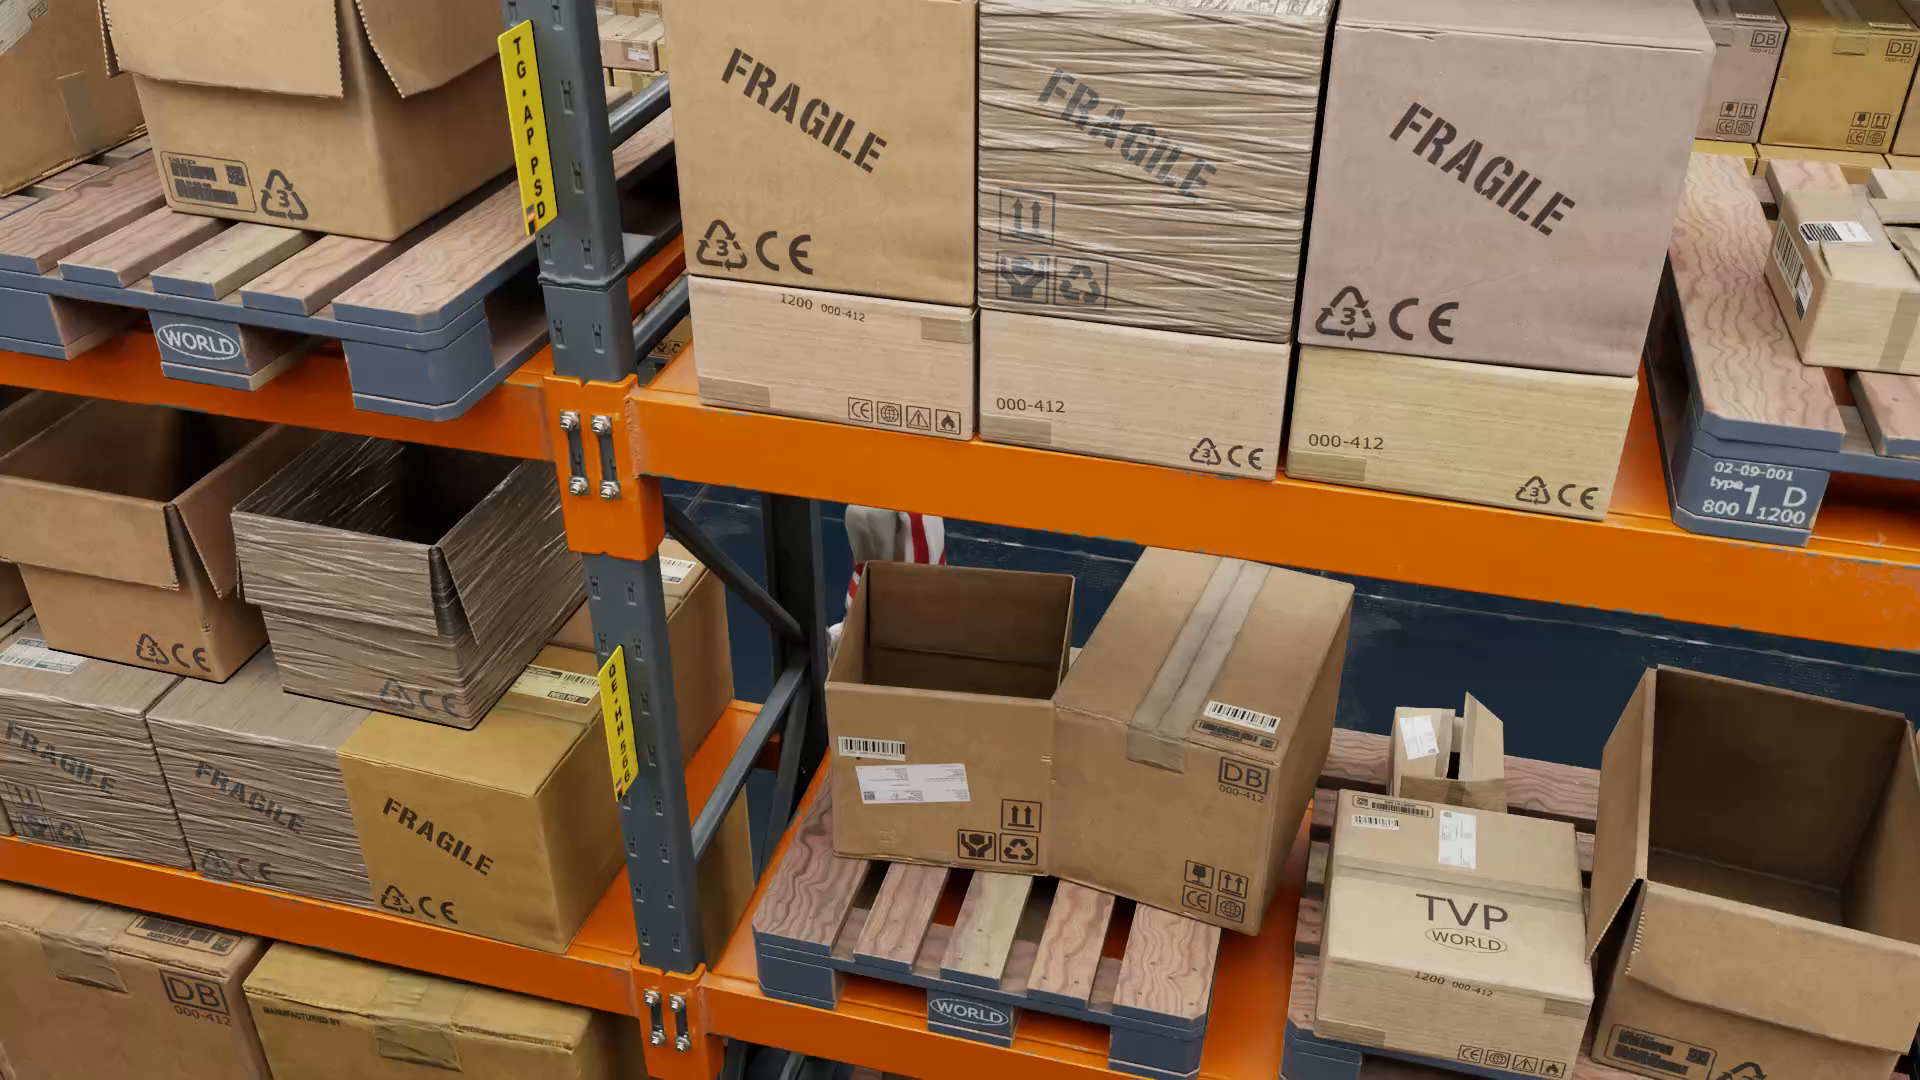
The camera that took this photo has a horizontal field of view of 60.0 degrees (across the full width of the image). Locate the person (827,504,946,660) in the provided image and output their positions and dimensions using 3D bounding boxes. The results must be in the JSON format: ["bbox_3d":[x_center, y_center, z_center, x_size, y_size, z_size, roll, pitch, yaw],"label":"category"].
[{"bbox_3d":[-0.267,0.217,5.780,0.422,1.784,0.555,7,33,11],"label":"person"}]
